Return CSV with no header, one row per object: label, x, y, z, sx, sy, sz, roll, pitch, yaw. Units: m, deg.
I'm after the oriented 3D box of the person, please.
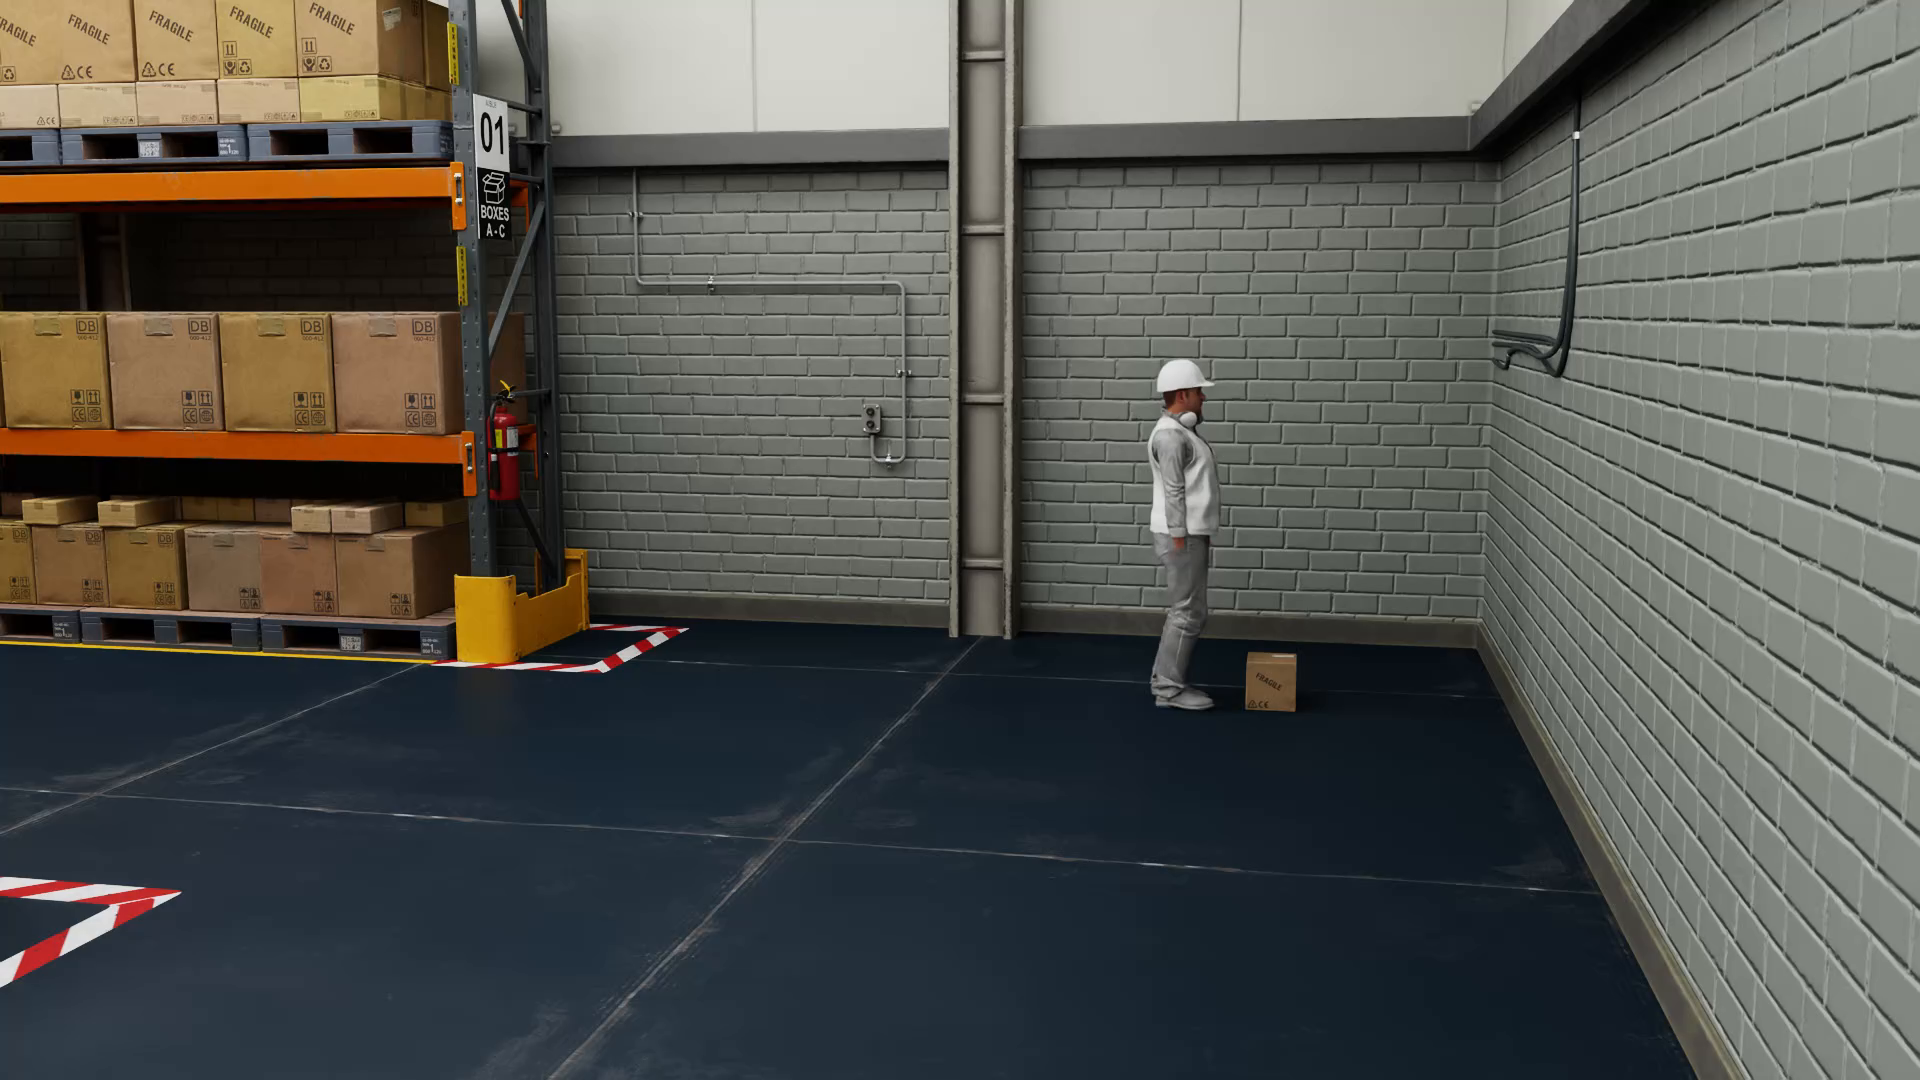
person,1.150,-0.025,8.517,0.361,1.788,0.532,2,8,13
